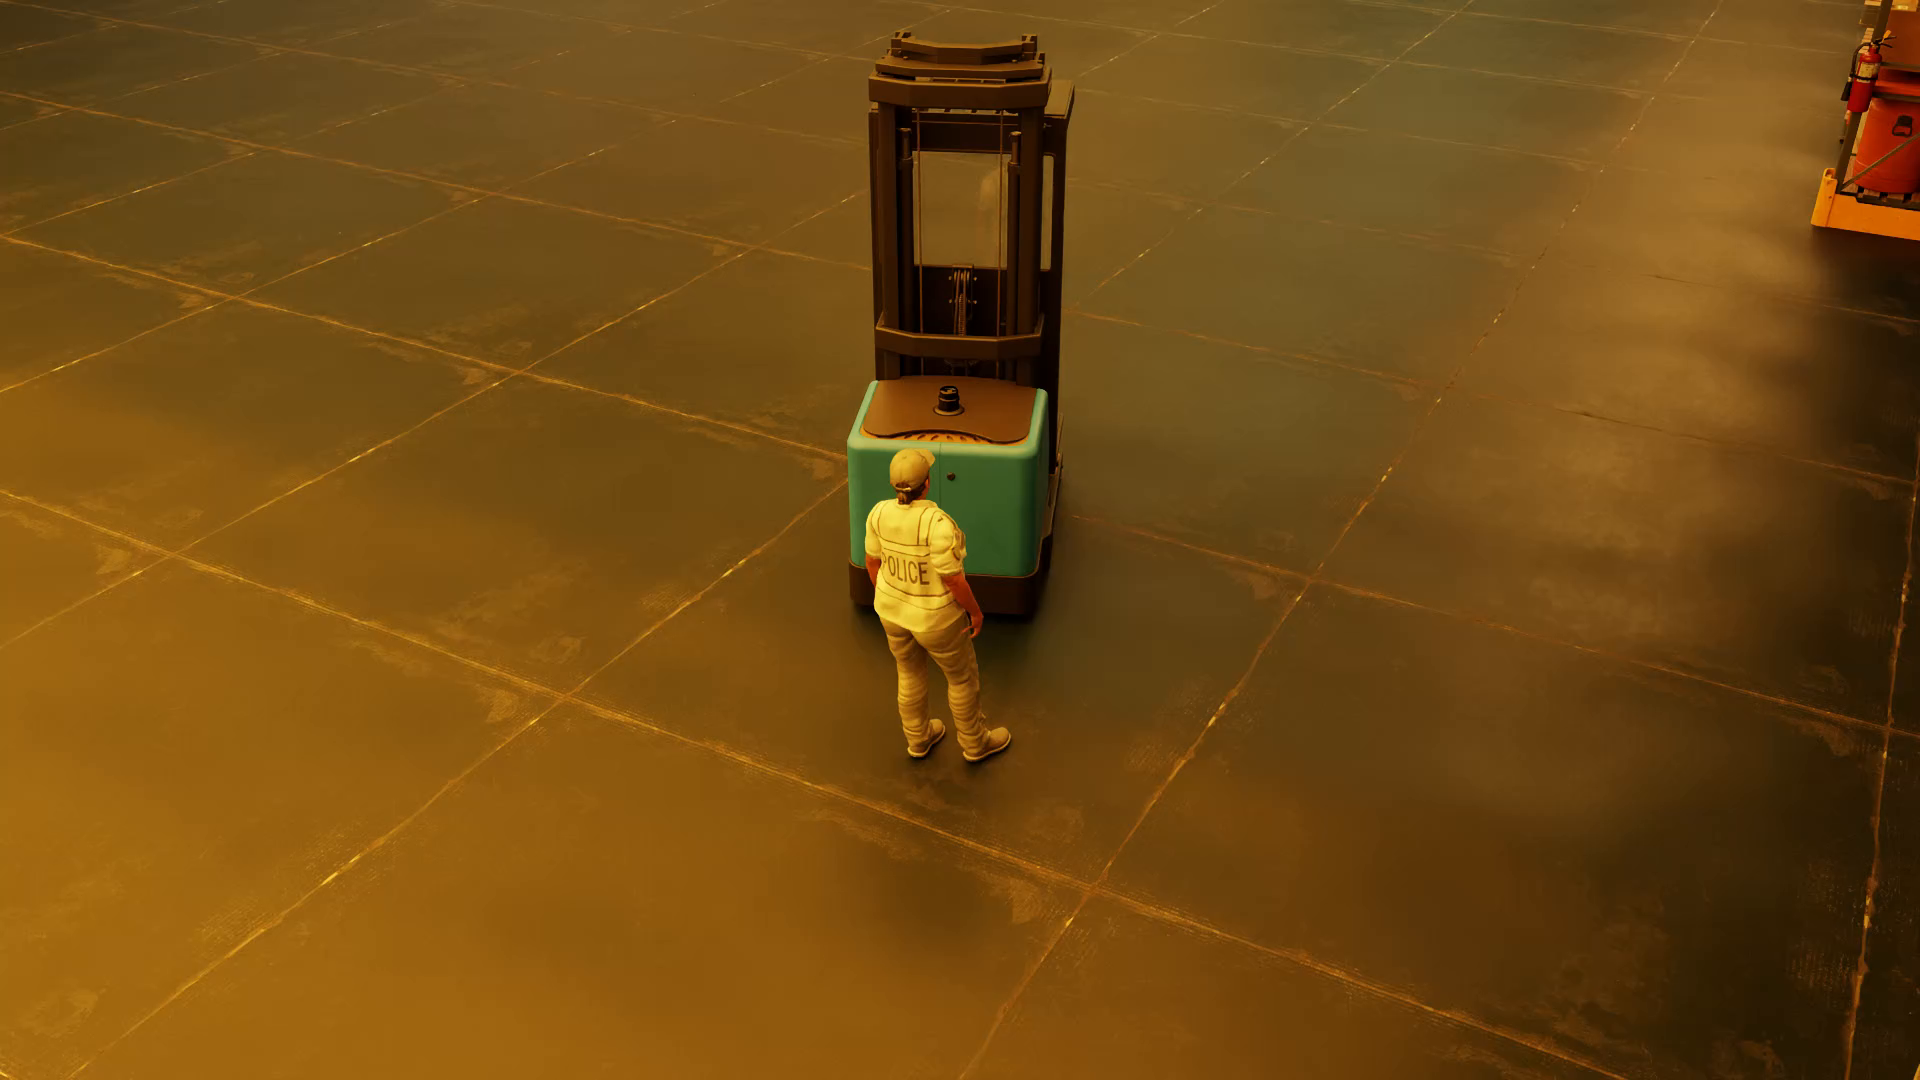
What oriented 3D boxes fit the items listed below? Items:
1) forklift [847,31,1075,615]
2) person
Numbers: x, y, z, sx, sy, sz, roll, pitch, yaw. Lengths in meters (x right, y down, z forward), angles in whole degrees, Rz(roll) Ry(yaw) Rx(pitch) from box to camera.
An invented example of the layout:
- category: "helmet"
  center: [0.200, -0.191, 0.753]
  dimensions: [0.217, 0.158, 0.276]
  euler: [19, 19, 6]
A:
- category: "forklift"
  center: [0.072, -1.572, 9.794]
  dimensions: [1.130, 2.935, 3.031]
  euler: [3, 30, 6]
- category: "person"
  center: [-0.114, 0.299, 7.801]
  dimensions: [0.599, 1.670, 0.528]
  euler: [17, 34, 27]
